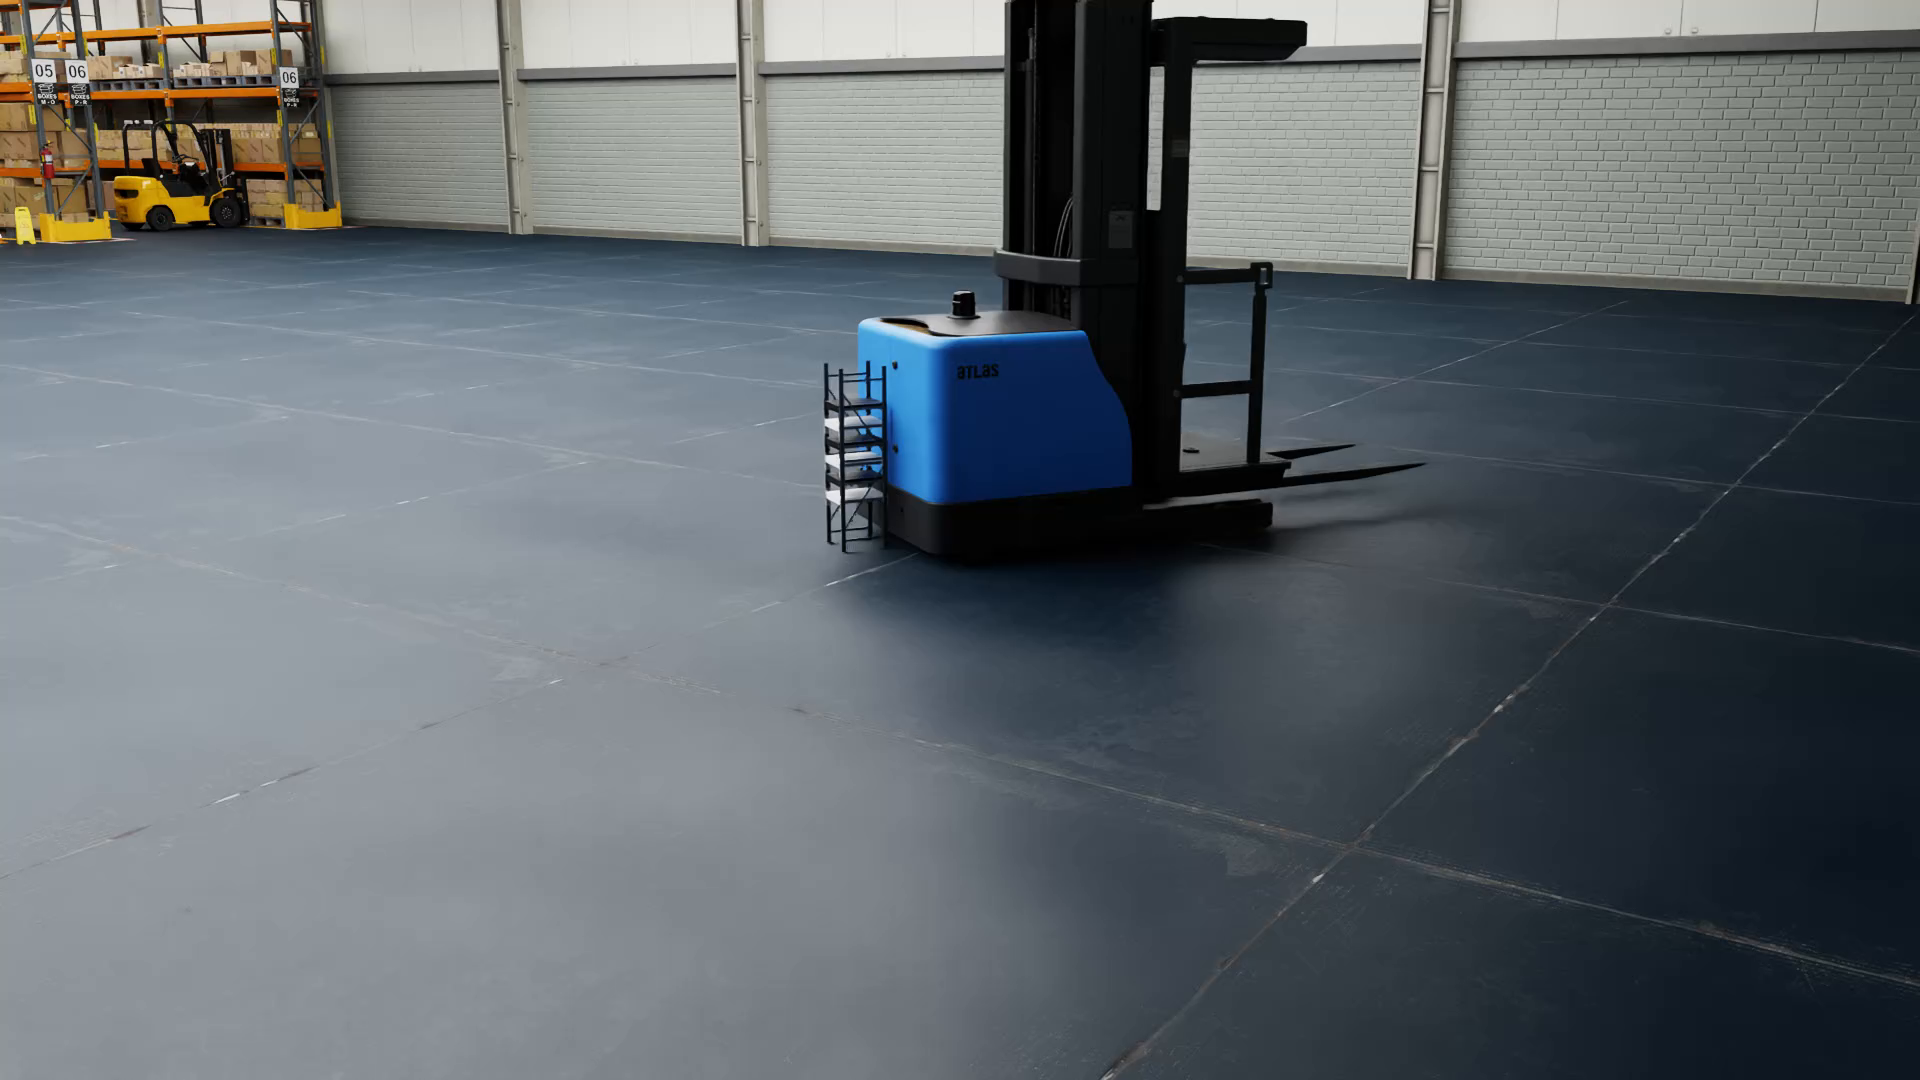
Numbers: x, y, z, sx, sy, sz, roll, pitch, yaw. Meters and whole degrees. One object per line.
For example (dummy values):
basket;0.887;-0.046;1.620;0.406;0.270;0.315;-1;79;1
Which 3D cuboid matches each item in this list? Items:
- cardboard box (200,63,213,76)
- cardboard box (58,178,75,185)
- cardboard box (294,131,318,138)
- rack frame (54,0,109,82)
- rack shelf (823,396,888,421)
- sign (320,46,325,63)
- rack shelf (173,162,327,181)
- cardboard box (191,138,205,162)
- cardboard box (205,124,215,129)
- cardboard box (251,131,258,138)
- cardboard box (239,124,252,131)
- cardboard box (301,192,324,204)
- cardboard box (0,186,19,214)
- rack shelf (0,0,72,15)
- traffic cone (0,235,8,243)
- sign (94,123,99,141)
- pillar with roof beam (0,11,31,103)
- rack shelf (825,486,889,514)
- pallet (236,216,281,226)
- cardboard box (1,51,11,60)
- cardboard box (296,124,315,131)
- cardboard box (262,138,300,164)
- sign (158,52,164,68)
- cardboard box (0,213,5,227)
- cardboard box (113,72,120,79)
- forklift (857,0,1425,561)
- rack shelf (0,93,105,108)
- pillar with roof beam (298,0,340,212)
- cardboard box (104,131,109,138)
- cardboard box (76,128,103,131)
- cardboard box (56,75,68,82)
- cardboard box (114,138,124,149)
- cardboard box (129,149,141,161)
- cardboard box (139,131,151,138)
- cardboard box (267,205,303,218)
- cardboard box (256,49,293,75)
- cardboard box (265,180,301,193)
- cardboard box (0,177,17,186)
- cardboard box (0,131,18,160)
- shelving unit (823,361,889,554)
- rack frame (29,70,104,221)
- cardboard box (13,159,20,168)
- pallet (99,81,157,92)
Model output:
cardboard box;-15.732;-9.899;35.024;0.258;0.266;0.396;9;16;31
cardboard box;-20.908;-8.403;39.004;0.250;0.149;0.380;8;16;30
cardboard box;-13.612;-8.439;34.615;0.250;0.149;0.380;9;16;31
rack frame;-20.113;-11.964;37.925;0.127;3.000;1.000;9;17;33
rack shelf;-0.505;-0.634;8.025;0.258;0.077;0.200;-6;15;-24
sign;-13.161;-10.007;34.281;0.005;0.325;0.100;9;17;33
rack shelf;-15.135;-7.898;35.482;4.000;0.370;1.077;9;17;33
cardboard box;-16.130;-8.386;35.748;0.500;0.500;0.500;10;17;34
cardboard box;-15.825;-8.787;35.401;0.250;0.149;0.380;9;16;32
cardboard box;-14.528;-8.444;34.632;0.250;0.149;0.380;9;17;32
cardboard box;-14.787;-8.610;34.686;0.250;0.149;0.380;10;17;34
cardboard box;-13.749;-7.195;34.954;0.500;0.250;0.500;10;17;34
cardboard box;-17.488;-6.346;31.006;0.500;0.500;0.500;10;17;35
rack shelf;-17.902;-9.818;30.761;4.000;0.370;1.077;9;17;33
traffic cone;-17.319;-5.558;29.811;0.334;0.463;0.336;9;17;33
sign;-15.940;-7.517;30.645;0.005;0.325;0.100;9;17;33
pillar with roof beam;-25.910;-11.915;37.728;0.400;9.000;9.100;9;17;33
rack shelf;-0.505;-0.197;8.133;0.258;0.077;0.200;-6;15;-24
pallet;-15.141;-6.883;35.689;1.213;0.211;1.003;9;17;33
cardboard box;-17.102;-8.769;30.125;0.250;0.149;0.380;9;16;32
cardboard box;-13.635;-8.574;34.540;0.250;0.149;0.380;9;16;32
cardboard box;-14.030;-8.041;34.355;0.500;0.500;0.500;9;16;32
sign;-17.089;-10.265;35.576;0.005;0.325;0.100;9;17;33
cardboard box;-17.926;-6.053;31.379;0.500;0.250;0.500;8;16;31
cardboard box;-18.516;-10.292;36.855;0.250;0.149;0.380;9;16;32
forklift;1.031;-1.543;8.459;3.031;2.935;1.130;-6;15;-24
rack shelf;-21.773;-10.427;39.456;4.000;0.370;1.077;9;17;33
pillar with roof beam;-15.953;-10.306;31.227;0.400;9.000;9.100;9;17;33
cardboard box;-19.114;-9.188;37.641;0.250;0.149;0.380;9;17;33
cardboard box;-20.453;-9.404;38.988;0.500;0.500;0.500;10;17;35
cardboard box;-16.336;-8.432;30.423;0.250;0.149;0.380;9;17;33
cardboard box;-18.605;-8.909;37.340;0.500;0.250;0.500;9;17;34
cardboard box;-18.174;-8.597;37.121;0.500;0.250;0.500;9;17;33
cardboard box;-17.892;-8.963;36.731;0.250;0.149;0.380;9;16;31
cardboard box;-14.041;-6.848;34.592;0.500;0.250;0.500;9;17;33
cardboard box;-13.979;-9.746;33.921;0.500;0.500;0.500;10;17;35
cardboard box;-14.031;-7.333;34.470;0.500;0.250;0.500;10;17;35
cardboard box;-17.819;-6.698;31.076;0.250;0.149;0.380;10;17;35
cardboard box;-17.259;-7.267;30.611;0.500;0.500;0.500;9;17;33
shelving unit;-0.505;-0.404;8.082;0.258;0.900;0.210;-6;15;-24
rack frame;-16.242;-6.989;30.312;0.127;3.000;1.000;9;17;33
cardboard box;-17.145;-6.925;30.576;0.250;0.149;0.380;9;16;32
pallet;-18.571;-10.193;37.409;1.213;0.211;1.003;10;17;35
